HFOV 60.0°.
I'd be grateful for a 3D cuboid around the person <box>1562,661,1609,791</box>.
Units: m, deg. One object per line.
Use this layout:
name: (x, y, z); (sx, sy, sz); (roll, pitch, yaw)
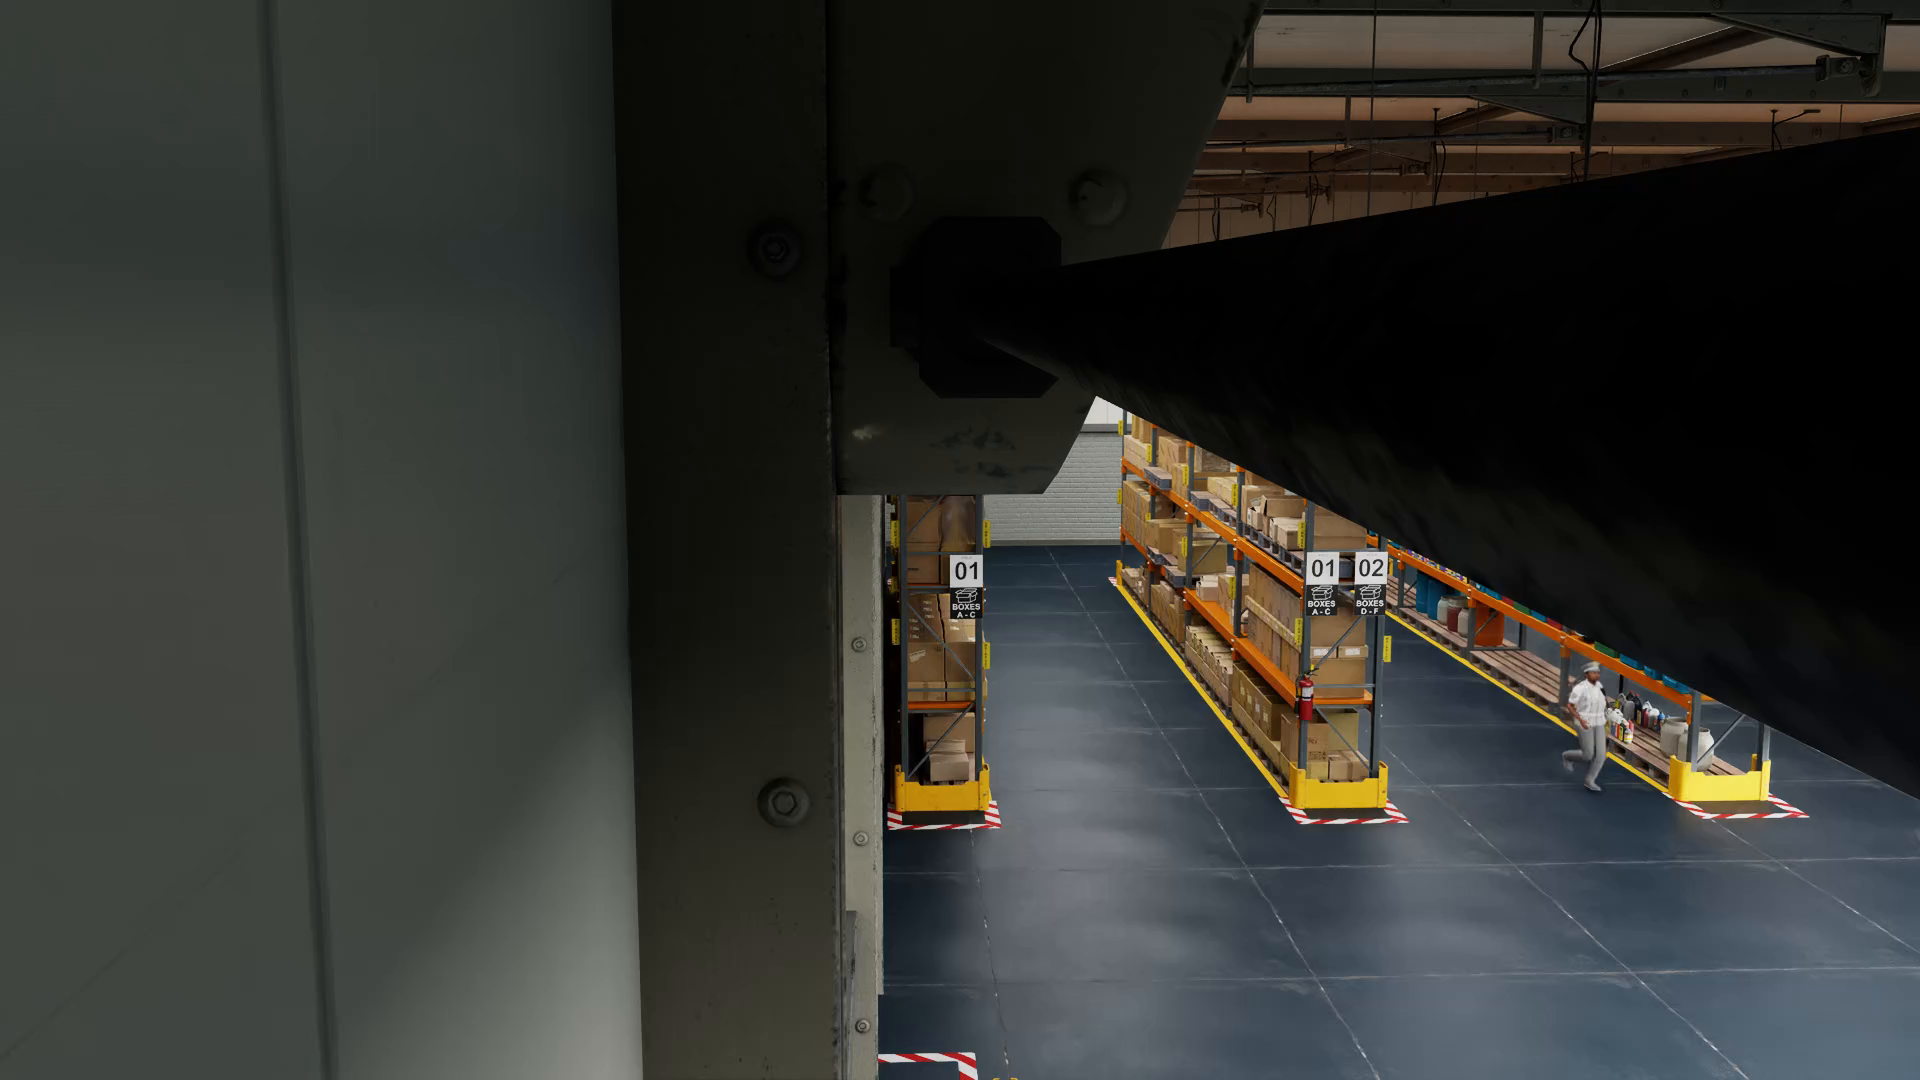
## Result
person: (8.119, 2.369, 21.461); (0.568, 1.652, 0.616); (-3, 9, -18)
